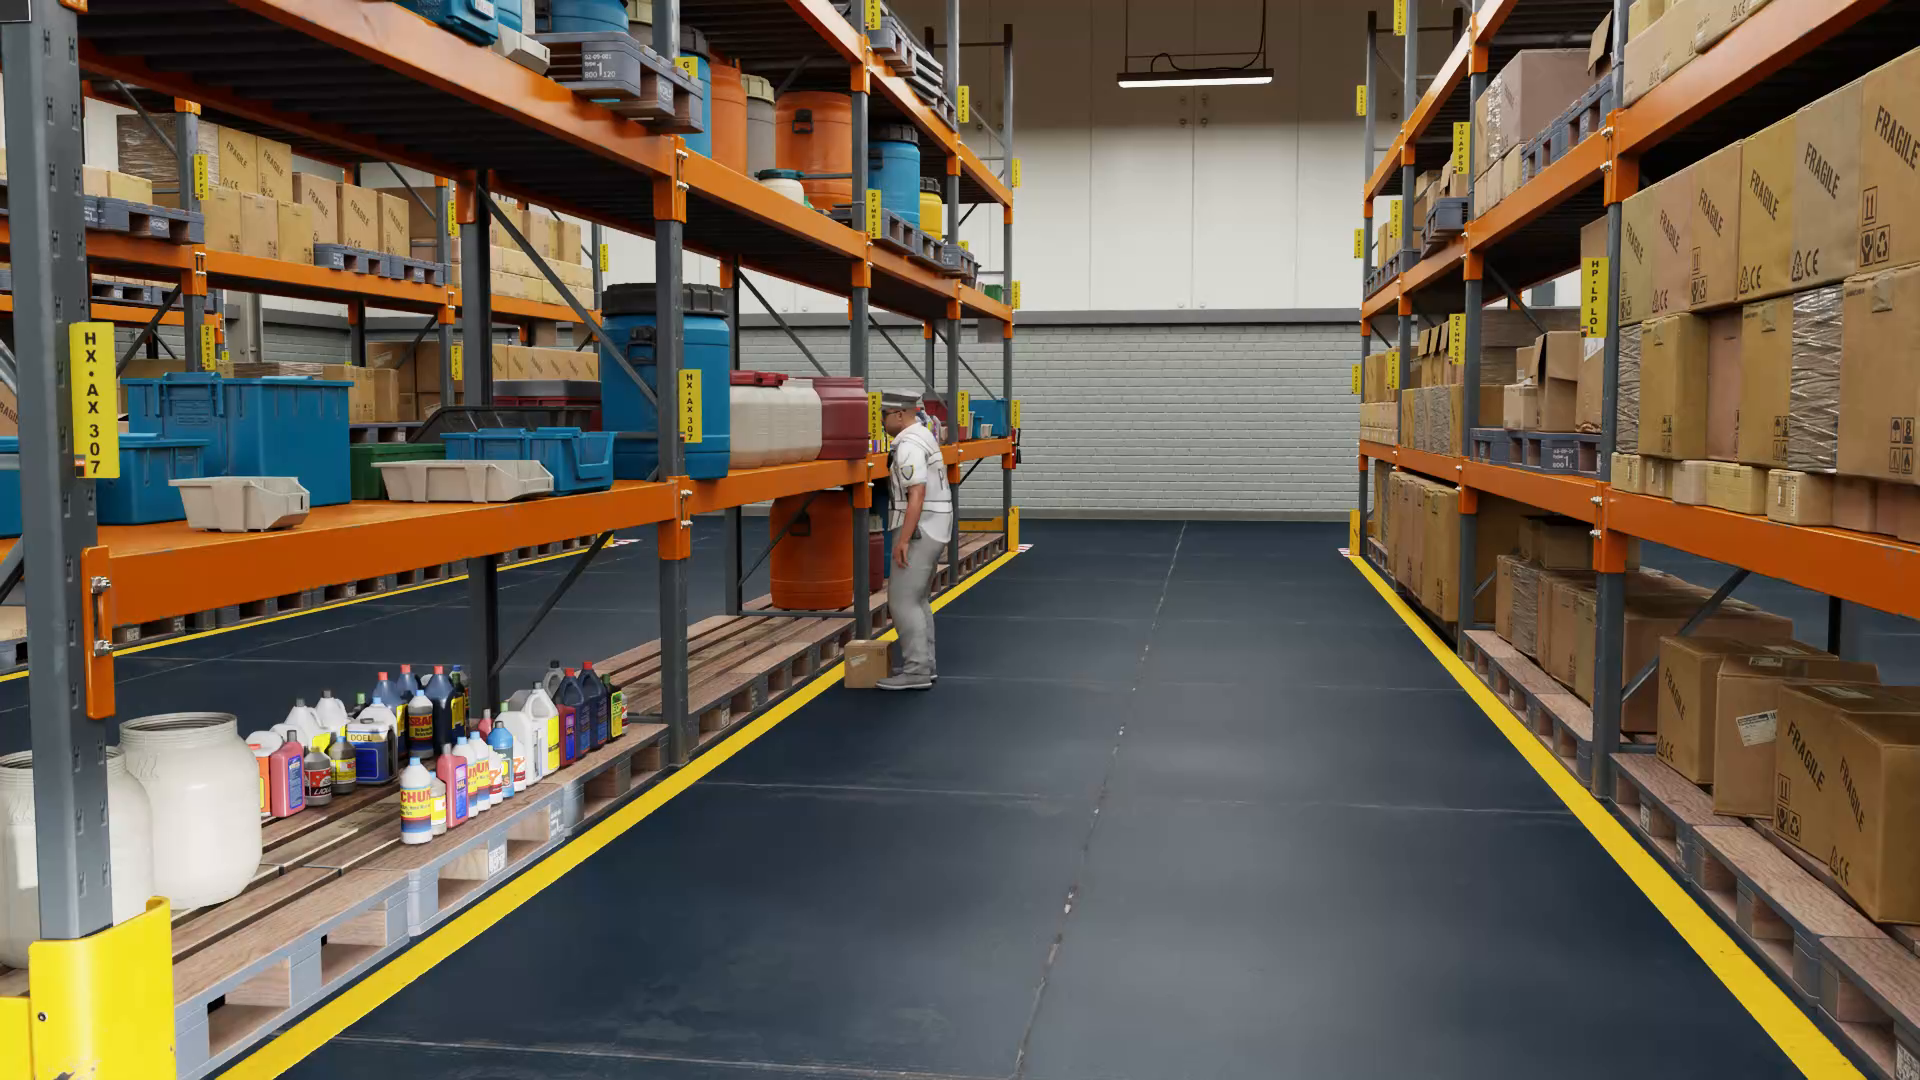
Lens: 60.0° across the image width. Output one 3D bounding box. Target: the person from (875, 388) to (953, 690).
[{"bbox_3d":[-0.265,-0.013,9.746,0.434,1.749,0.606,0,4,5],"label":"person"}]
